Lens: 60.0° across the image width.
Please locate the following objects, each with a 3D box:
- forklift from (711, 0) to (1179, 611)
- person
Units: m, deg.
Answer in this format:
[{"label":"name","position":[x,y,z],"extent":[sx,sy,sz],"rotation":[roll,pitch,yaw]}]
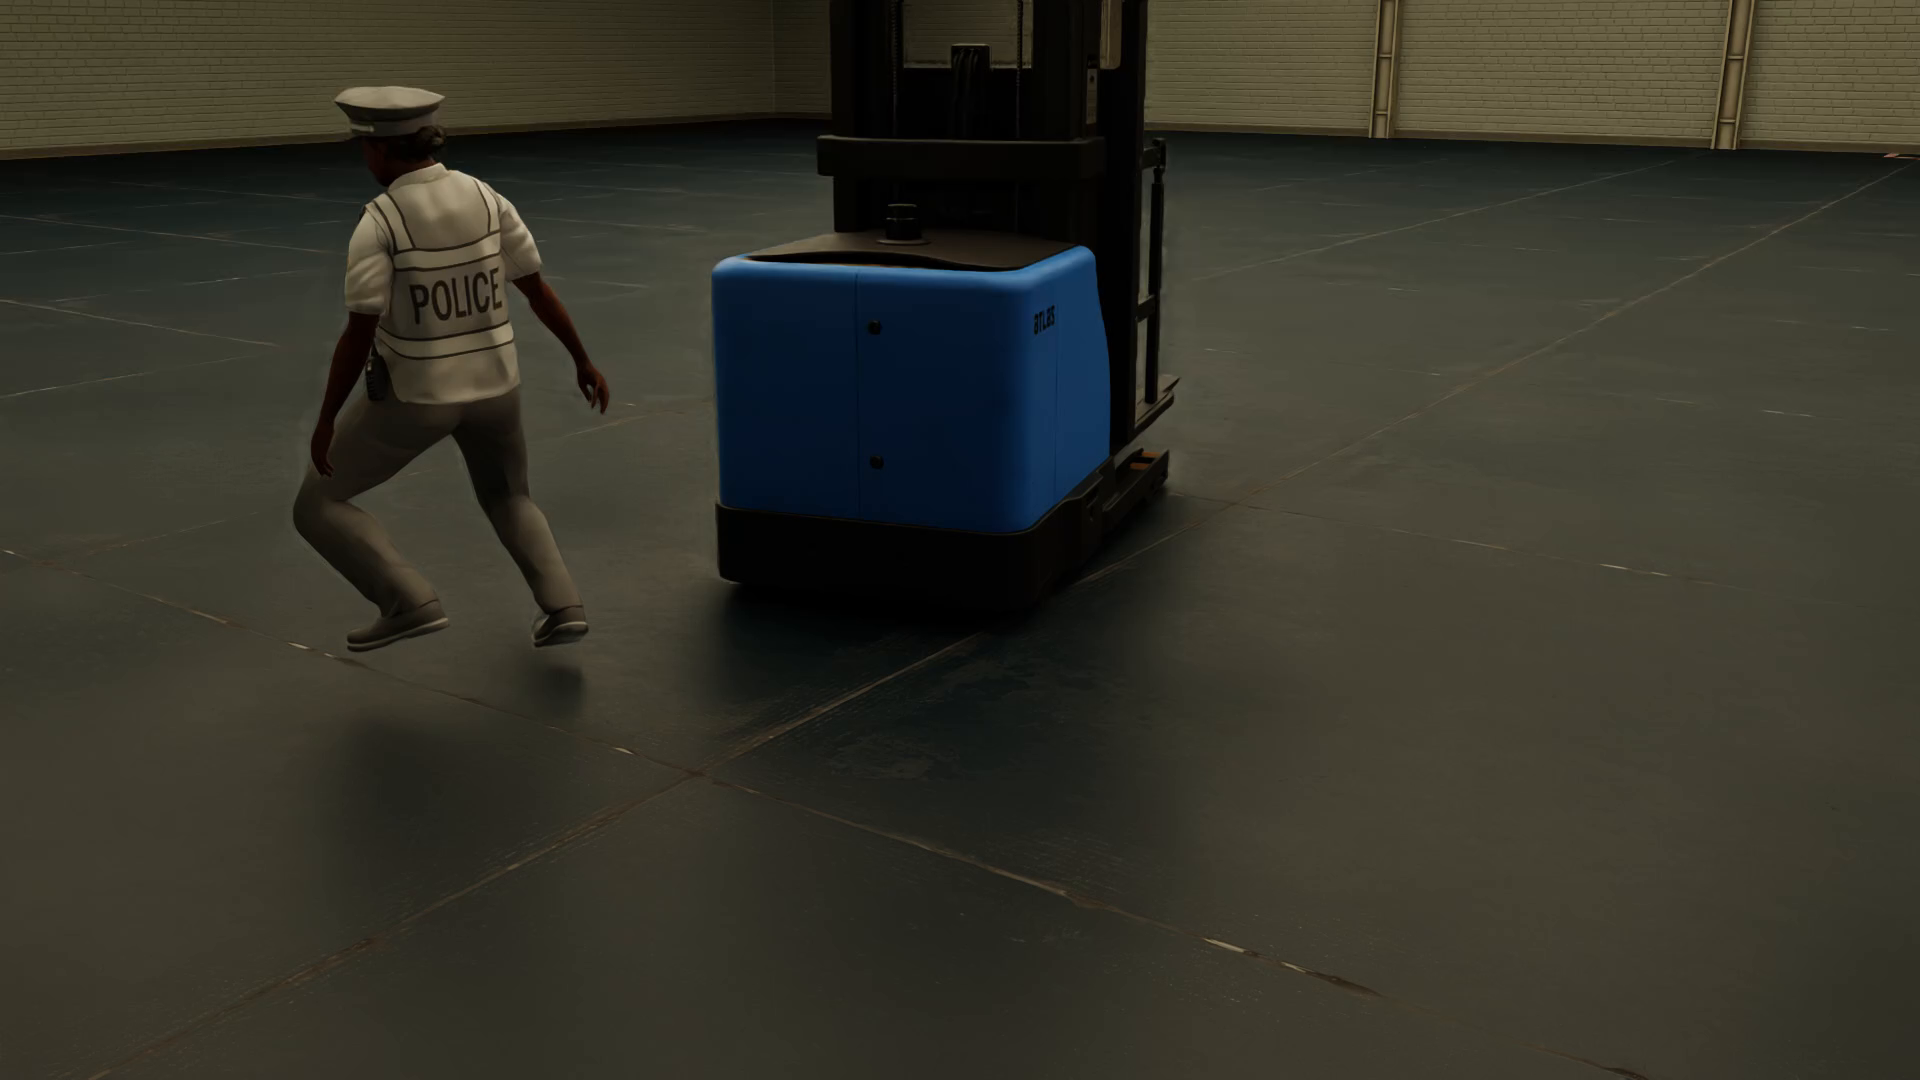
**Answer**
[{"label":"forklift","position":[0.191,-1.572,6.088],"extent":[1.130,2.935,3.031],"rotation":[6,18,18]},{"label":"person","position":[-1.343,-0.415,4.450],"extent":[0.823,1.550,0.500],"rotation":[-15,22,-41]}]
